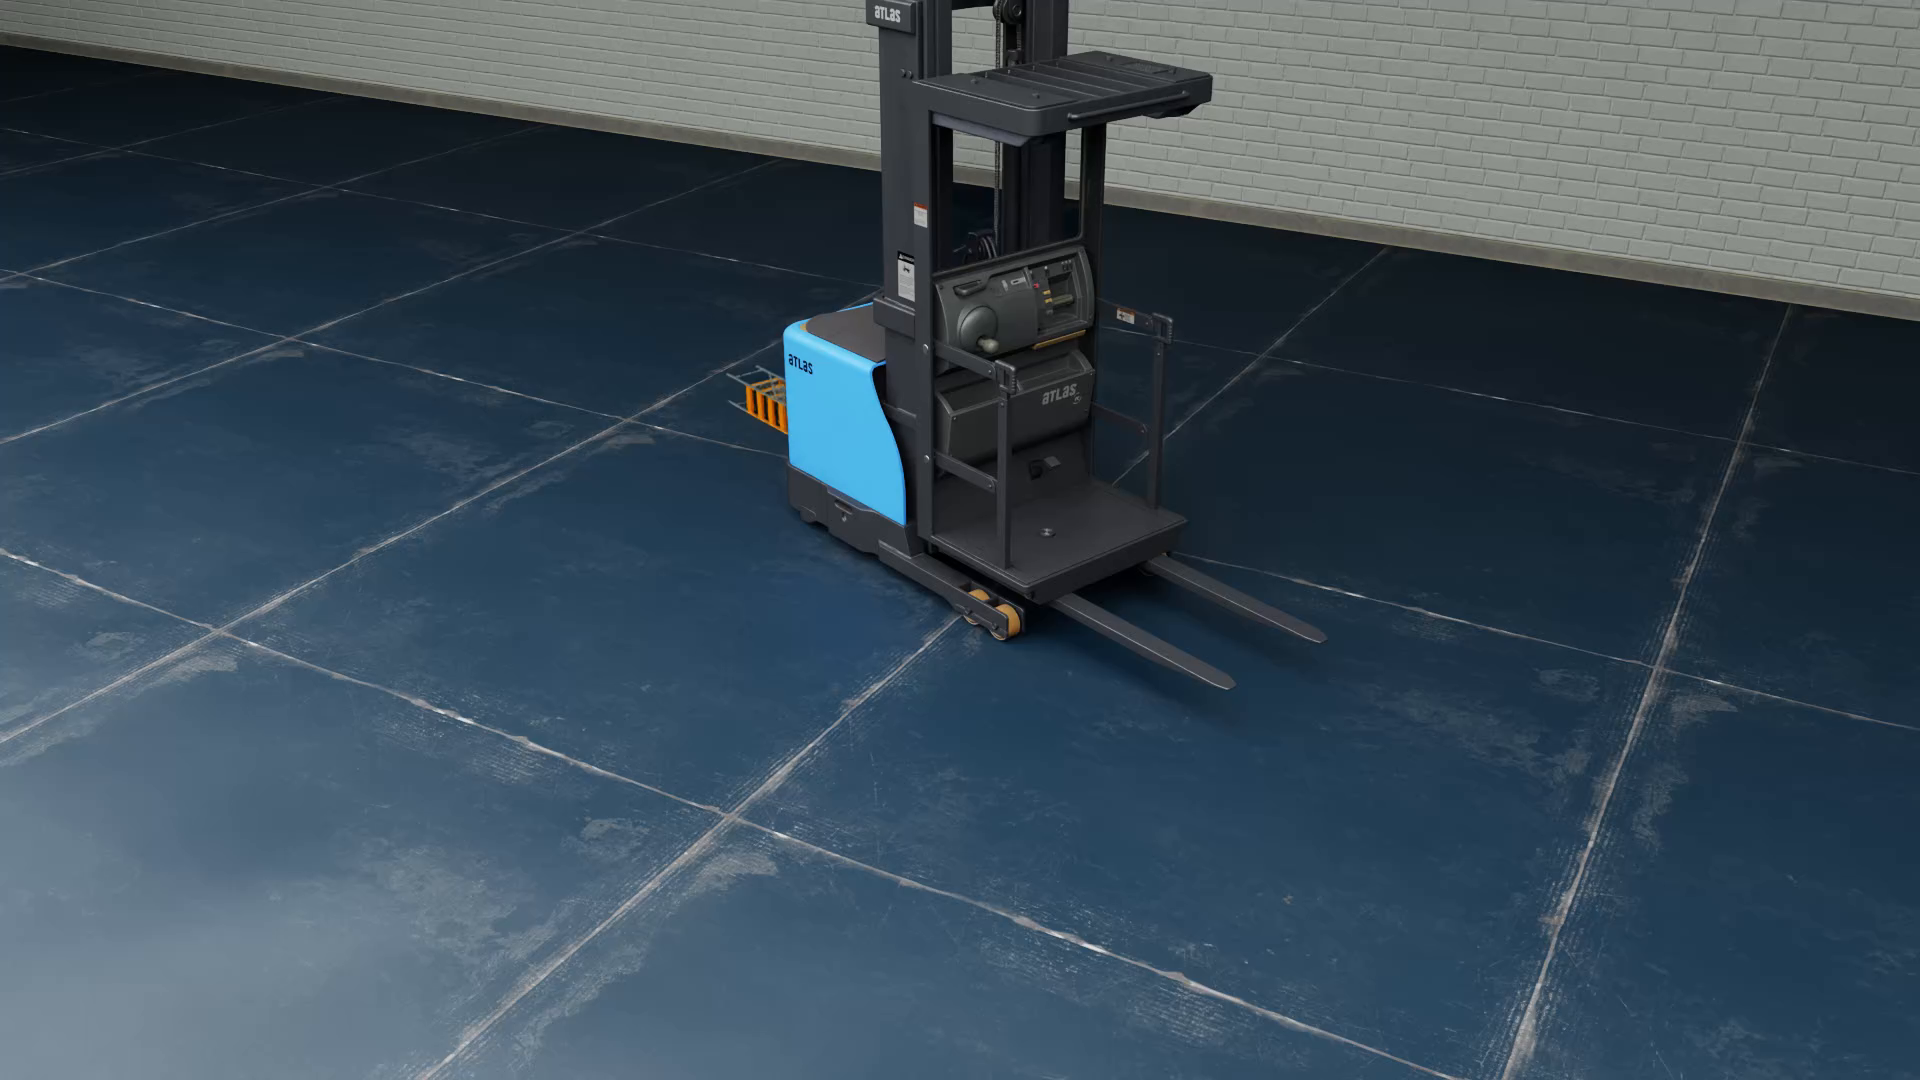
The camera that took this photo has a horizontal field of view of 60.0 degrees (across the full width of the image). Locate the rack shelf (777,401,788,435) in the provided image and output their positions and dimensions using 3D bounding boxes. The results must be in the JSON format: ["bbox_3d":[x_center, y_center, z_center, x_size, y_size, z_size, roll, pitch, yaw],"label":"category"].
[{"bbox_3d":[-0.970,-0.764,10.060,0.258,0.180,0.103,-20,33,-34],"label":"rack shelf"}]

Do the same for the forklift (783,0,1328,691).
[{"bbox_3d":[0.406,-1.095,7.664,1.130,2.935,3.031,-21,33,-35],"label":"forklift"}]

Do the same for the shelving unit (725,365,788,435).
[{"bbox_3d":[-0.998,-0.780,10.091,0.258,0.189,1.200,-20,33,-34],"label":"shelving unit"}]

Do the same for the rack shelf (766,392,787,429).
[{"bbox_3d":[-1.045,-0.806,10.144,0.258,0.180,0.103,-20,33,-34],"label":"rack shelf"}]

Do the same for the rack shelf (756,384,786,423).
[{"bbox_3d":[-1.121,-0.848,10.227,0.258,0.180,0.103,-20,33,-34],"label":"rack shelf"}]

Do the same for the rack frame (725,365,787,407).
[{"bbox_3d":[-0.998,-0.861,10.050,0.240,0.006,1.200,-20,33,-34],"label":"rack frame"}]

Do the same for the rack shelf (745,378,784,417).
[{"bbox_3d":[-1.196,-0.890,10.311,0.258,0.180,0.103,-20,33,-34],"label":"rack shelf"}]

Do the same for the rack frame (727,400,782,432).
[{"bbox_3d":[-0.998,-0.698,10.132,0.240,0.006,1.200,-20,33,-34],"label":"rack frame"}]
